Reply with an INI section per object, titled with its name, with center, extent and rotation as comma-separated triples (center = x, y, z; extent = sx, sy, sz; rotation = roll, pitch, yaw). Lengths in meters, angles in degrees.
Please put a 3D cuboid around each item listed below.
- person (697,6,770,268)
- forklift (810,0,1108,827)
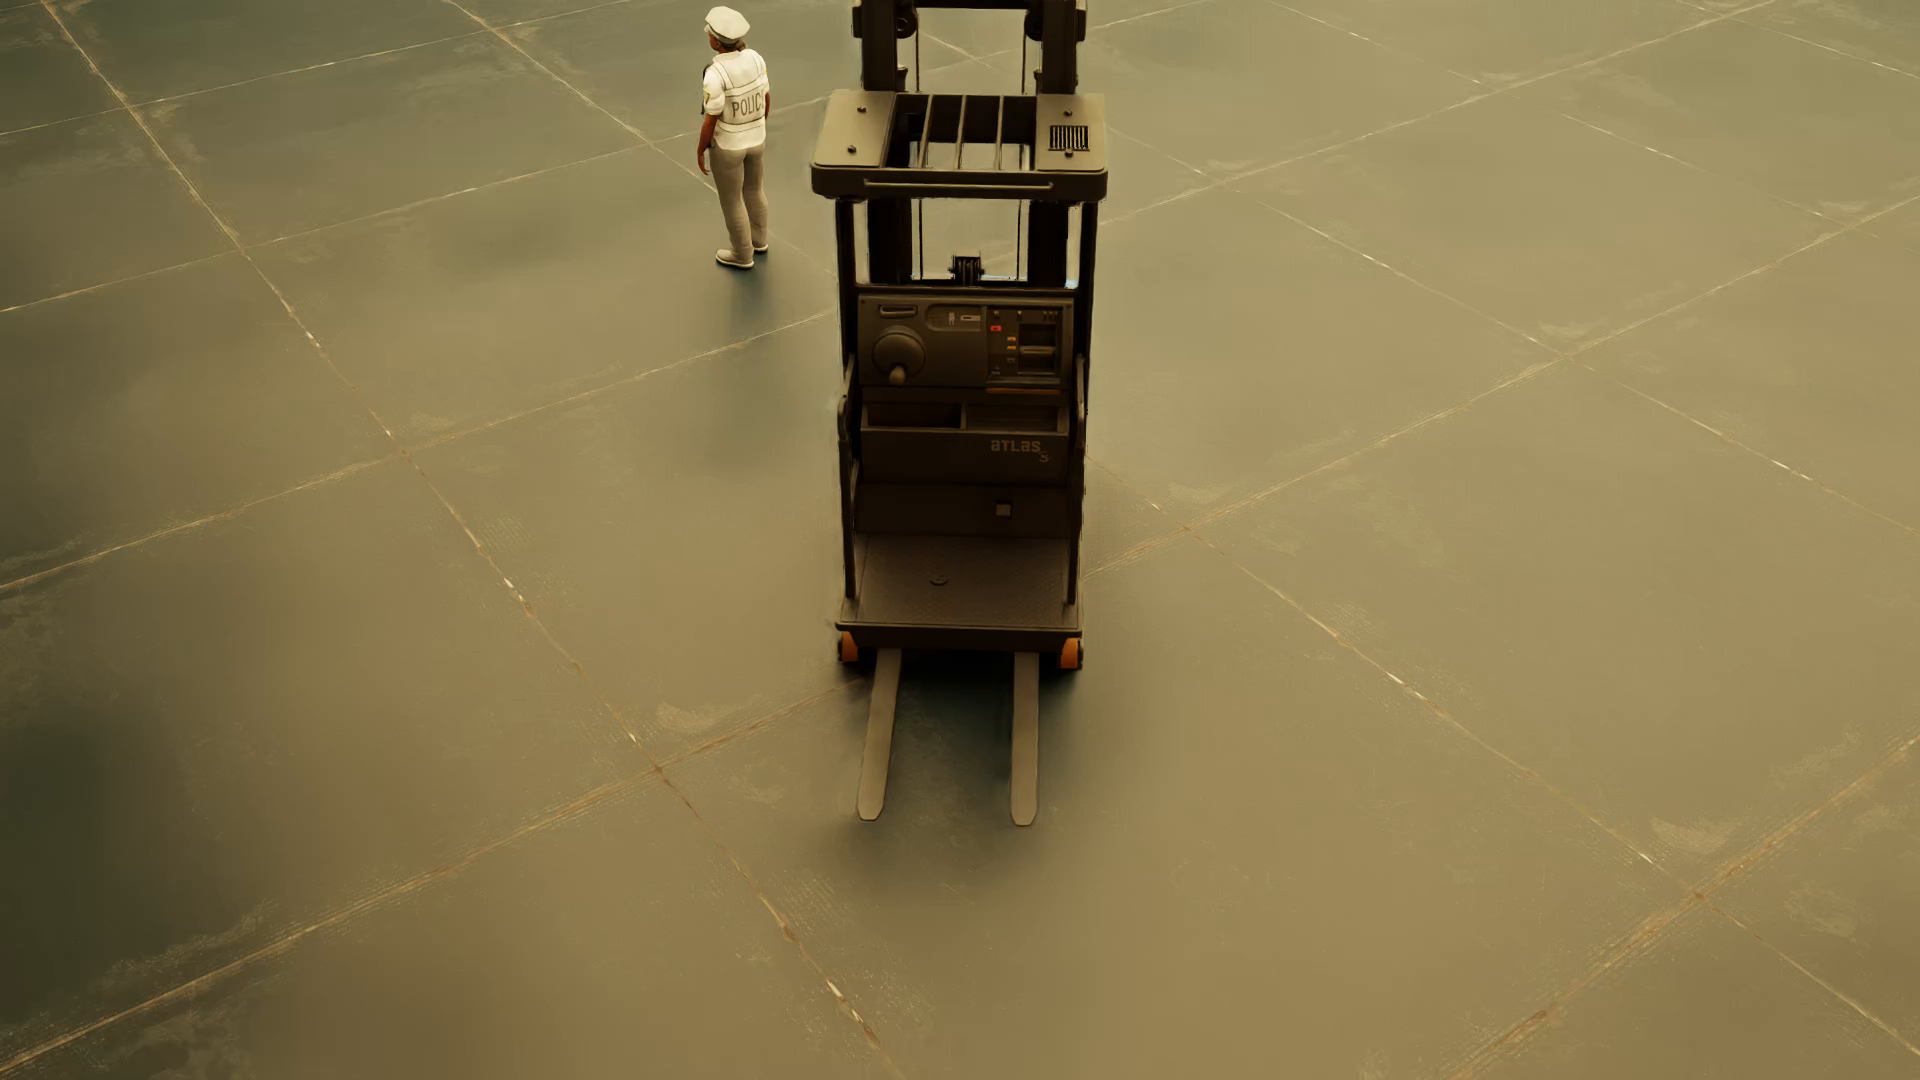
[person]
center = -1.432, -2.503, 10.358
extent = 0.529, 1.694, 0.569
rotation = 29, 45, 34
[forklift]
center = 0.015, -0.787, 7.009
extent = 1.130, 2.935, 3.031
rotation = 2, 37, 2
